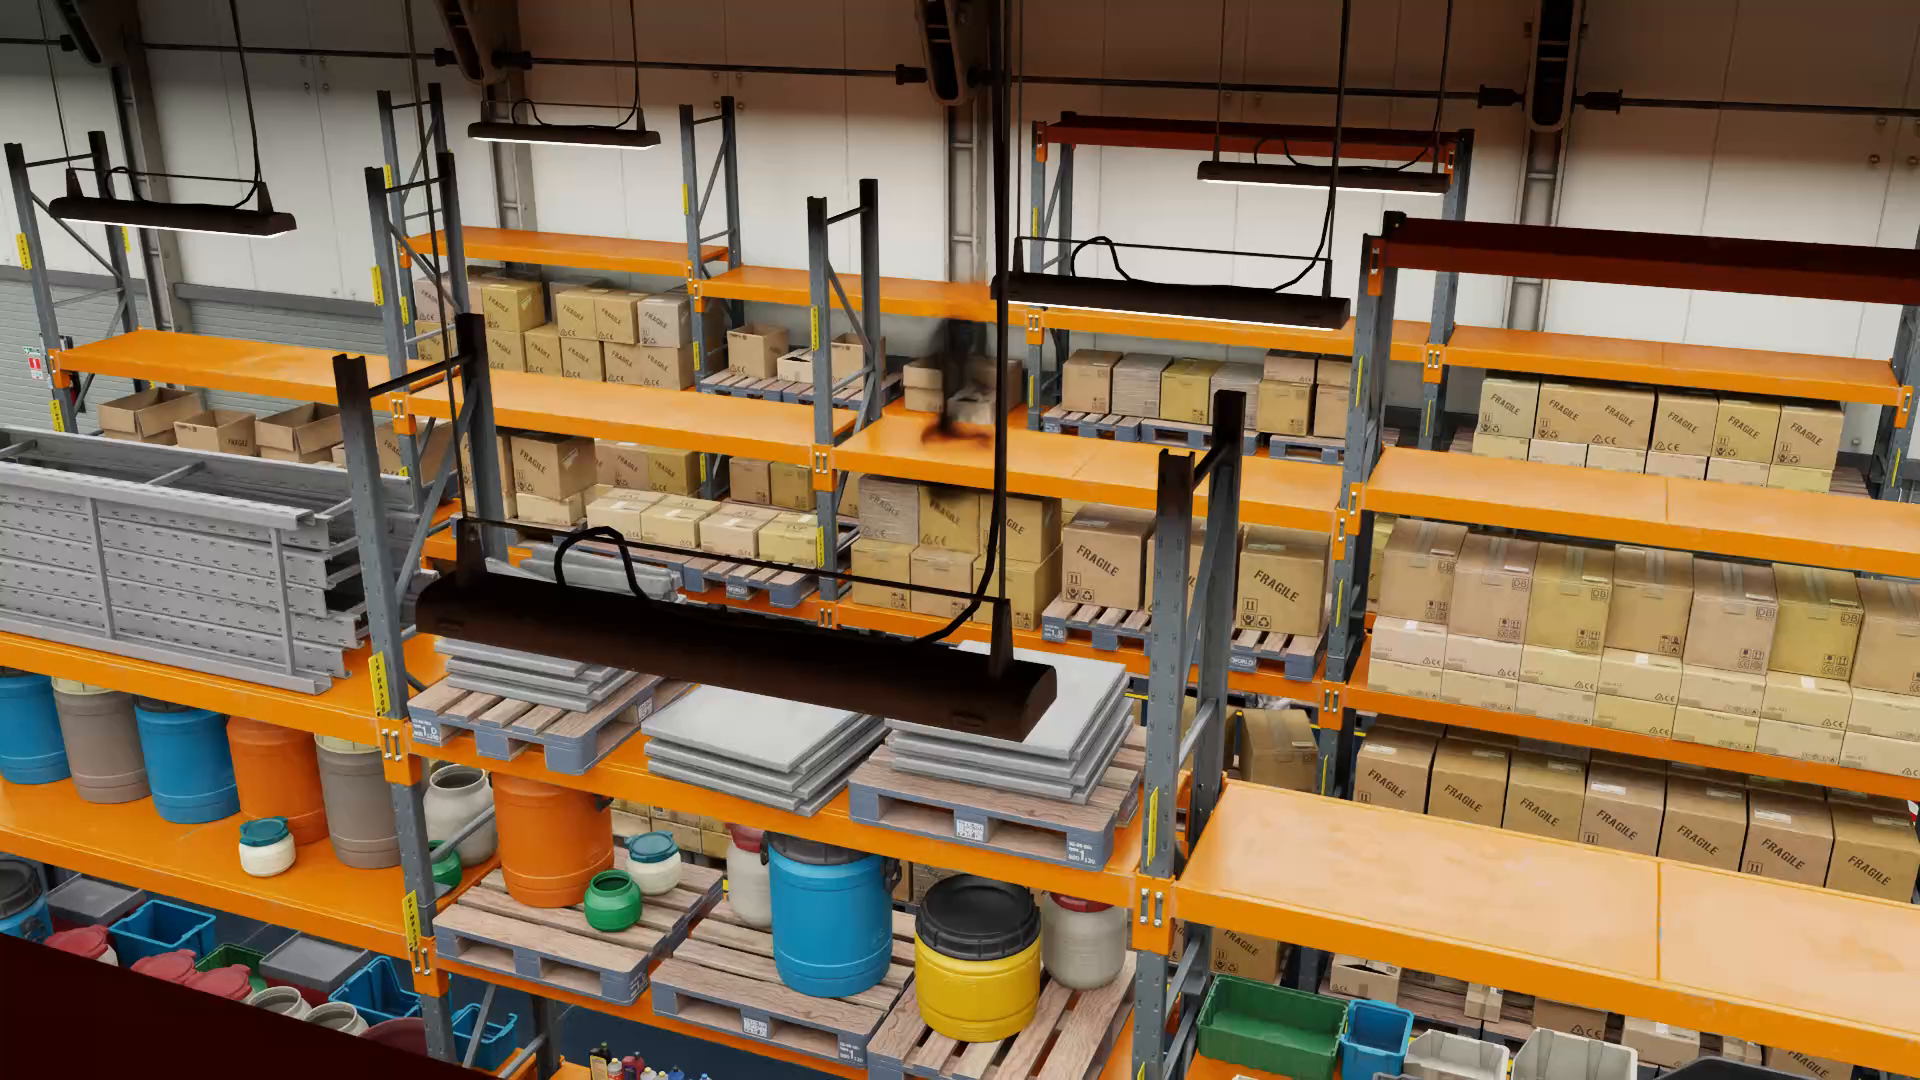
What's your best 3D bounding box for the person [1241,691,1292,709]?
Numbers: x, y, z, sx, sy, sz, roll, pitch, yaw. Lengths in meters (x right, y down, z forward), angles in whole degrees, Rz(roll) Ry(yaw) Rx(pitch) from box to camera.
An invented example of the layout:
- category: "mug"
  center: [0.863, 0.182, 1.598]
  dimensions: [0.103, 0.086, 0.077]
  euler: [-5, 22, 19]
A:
- category: "person"
  center: [2.918, 1.633, 15.794]
  dimensions: [0.538, 1.654, 0.604]
  euler: [8, 22, 20]
